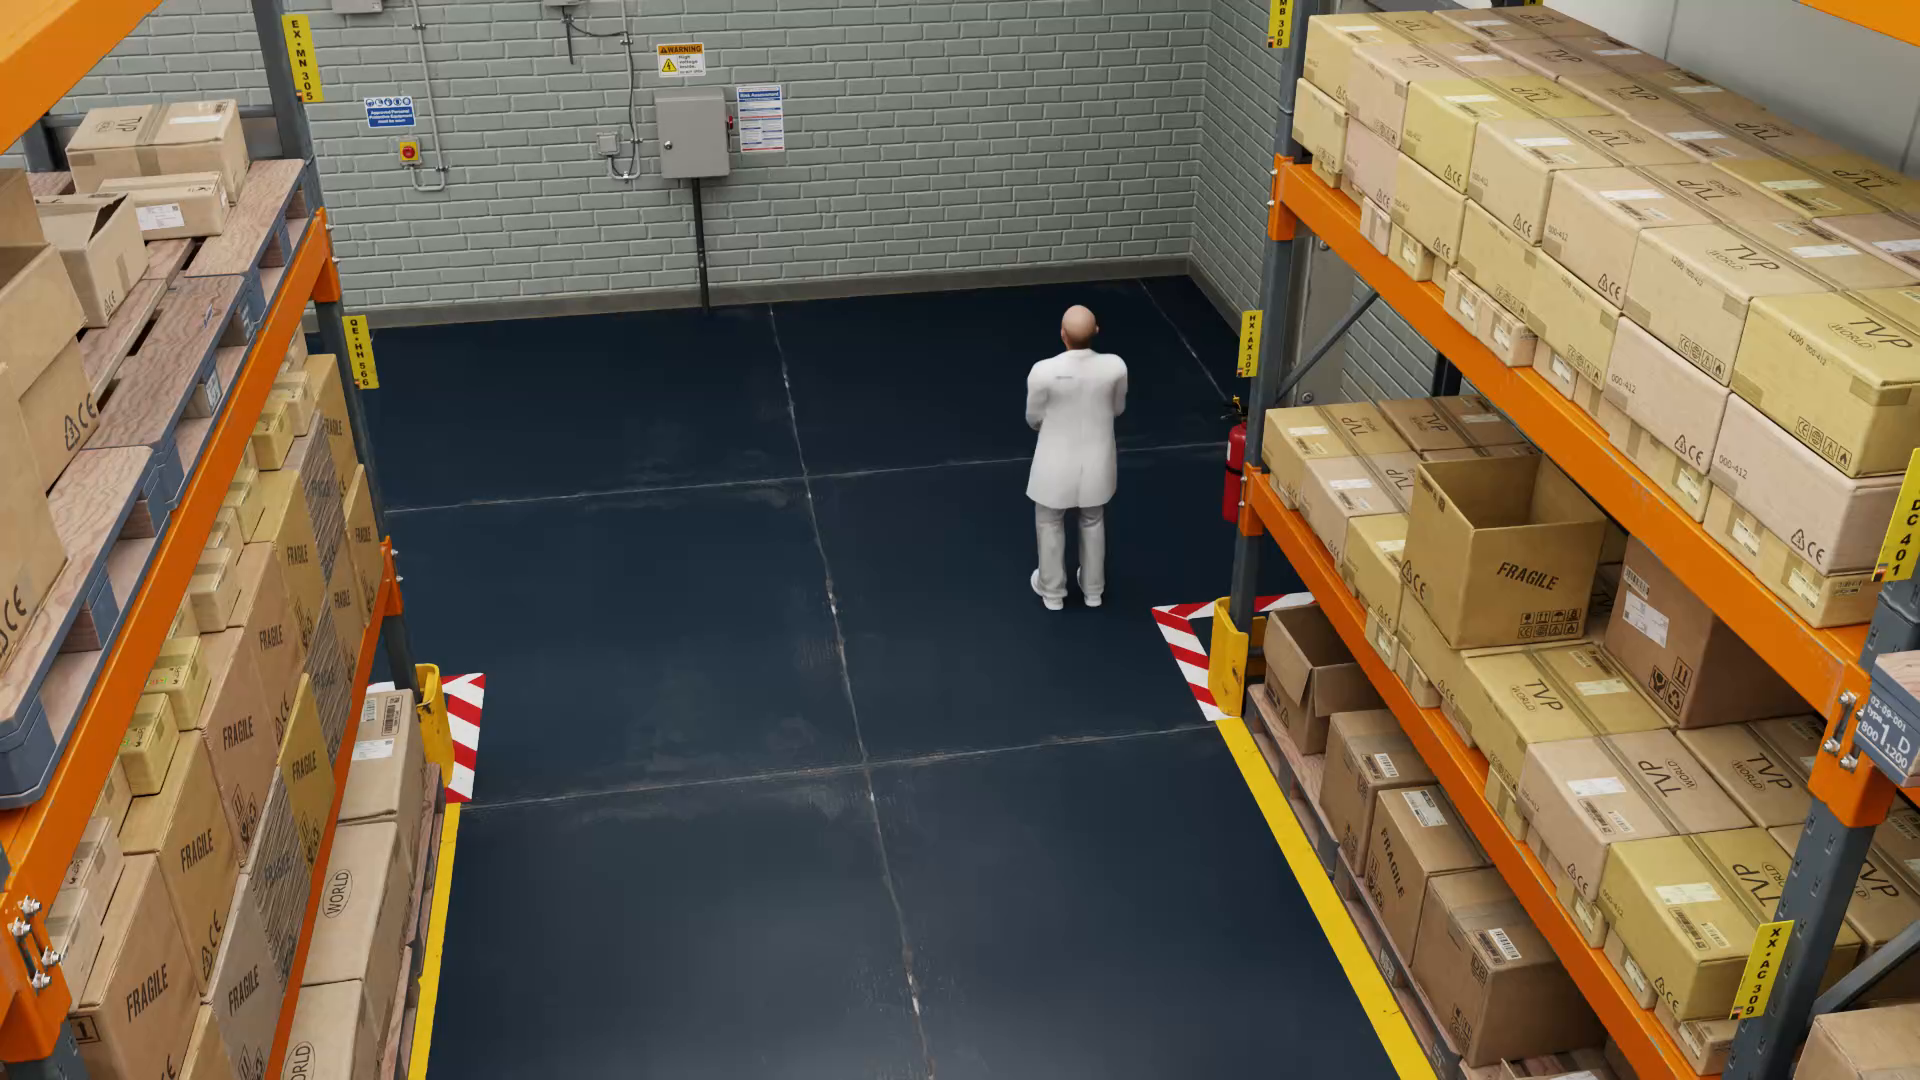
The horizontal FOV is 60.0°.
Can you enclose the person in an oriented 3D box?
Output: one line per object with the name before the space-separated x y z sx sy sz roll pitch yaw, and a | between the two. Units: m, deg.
person | 0.592 -0.482 8.978 0.542 1.779 0.541 -5 31 -9
